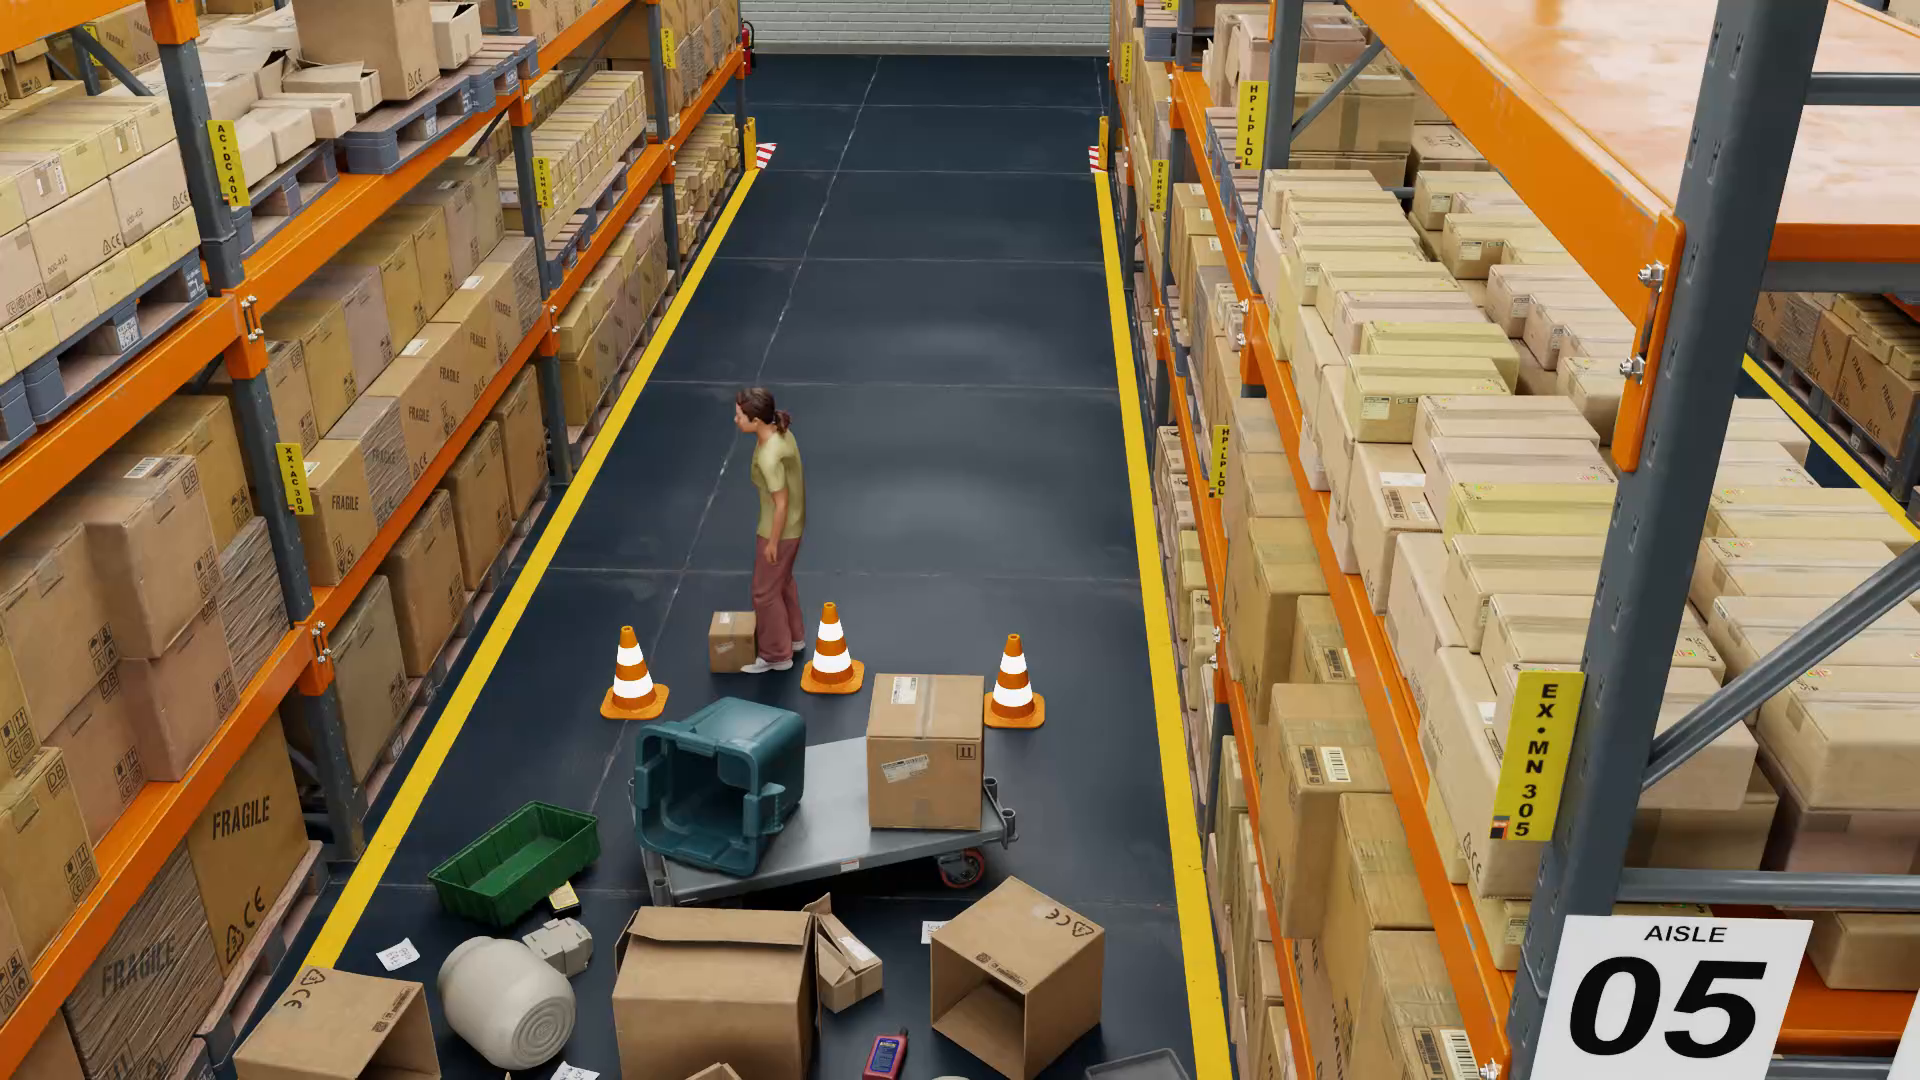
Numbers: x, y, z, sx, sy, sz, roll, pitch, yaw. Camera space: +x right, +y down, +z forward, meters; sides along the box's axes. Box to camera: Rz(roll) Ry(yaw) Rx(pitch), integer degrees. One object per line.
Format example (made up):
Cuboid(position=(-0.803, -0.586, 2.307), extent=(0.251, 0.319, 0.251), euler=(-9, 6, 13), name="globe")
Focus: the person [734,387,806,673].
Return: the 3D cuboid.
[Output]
Cuboid(position=(-1.032, -0.058, 8.957), extent=(0.416, 1.671, 0.502), euler=(0, 28, 0), name="person")
